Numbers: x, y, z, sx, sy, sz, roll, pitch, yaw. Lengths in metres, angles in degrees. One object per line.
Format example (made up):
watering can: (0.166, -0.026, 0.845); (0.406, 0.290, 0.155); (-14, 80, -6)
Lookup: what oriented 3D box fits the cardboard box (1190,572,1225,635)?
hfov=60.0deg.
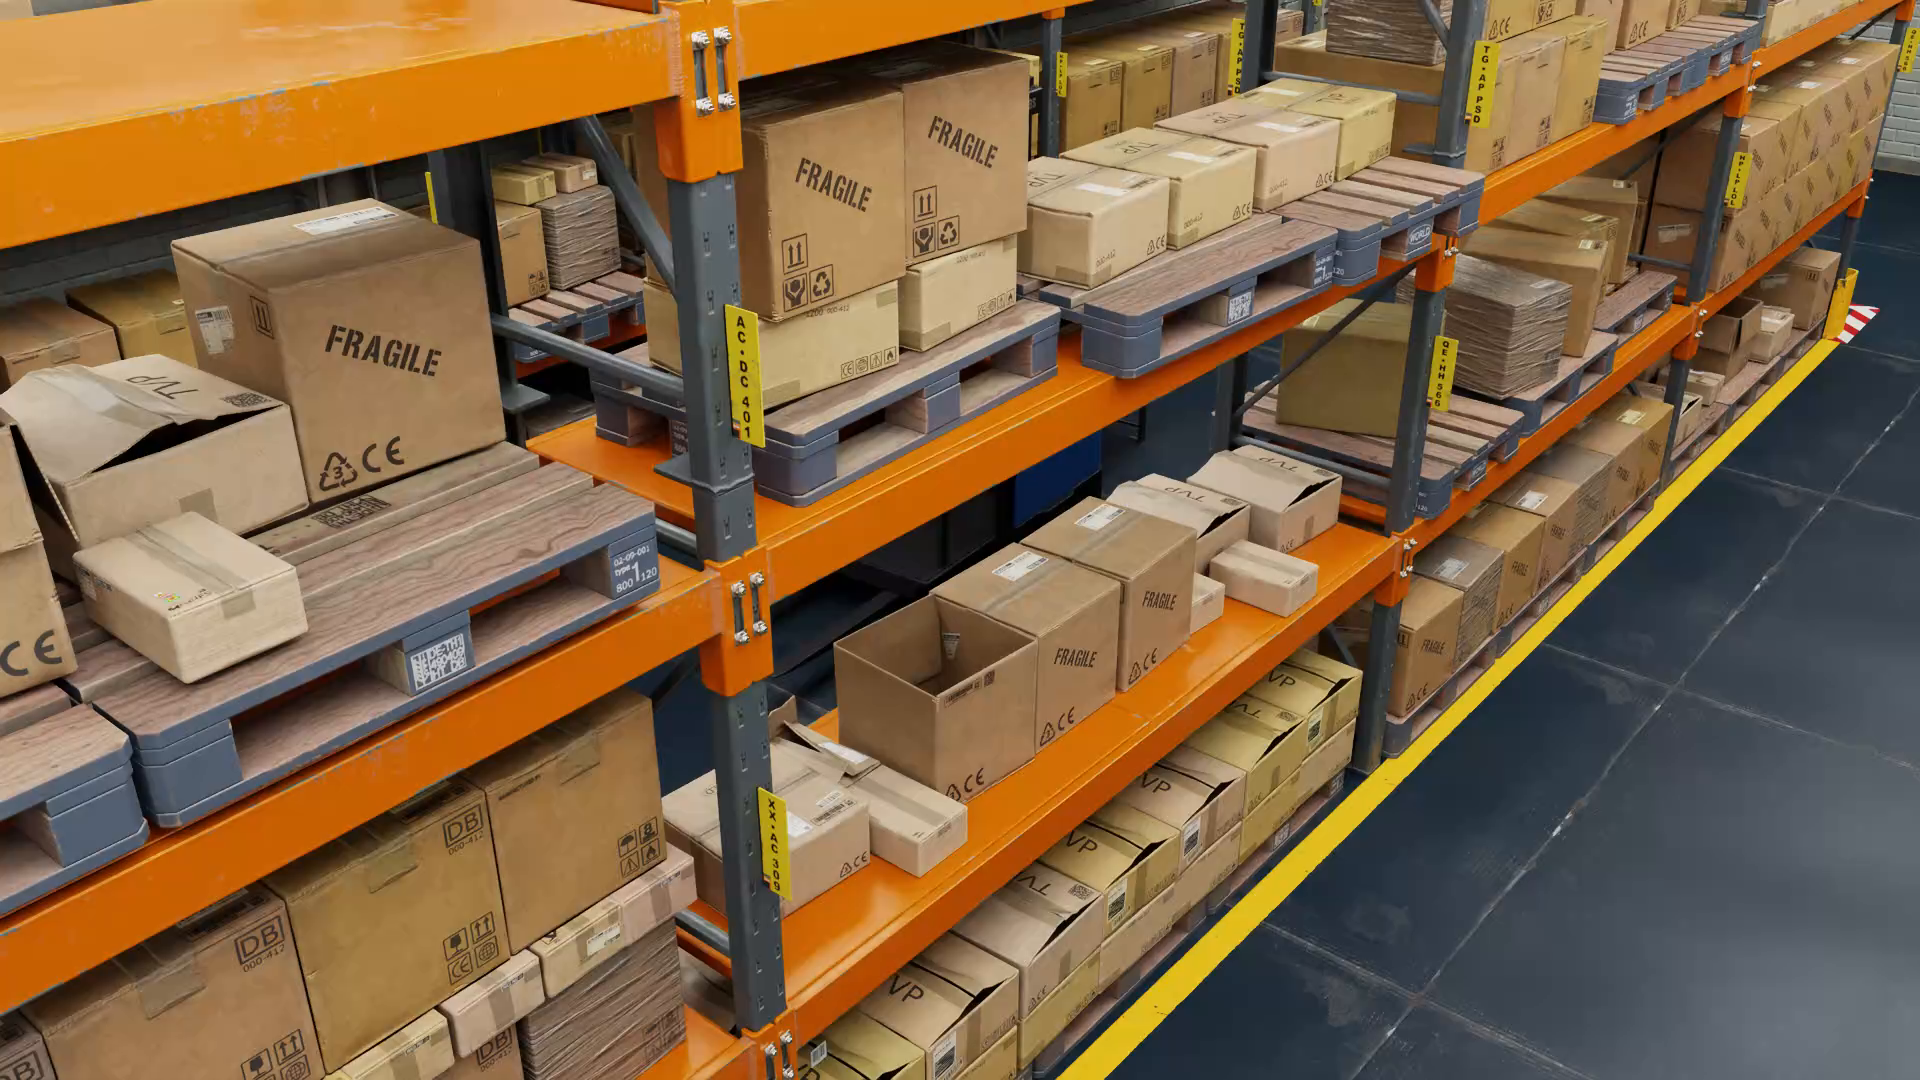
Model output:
cardboard box: (0.858, 0.226, 6.822); (0.380, 0.149, 0.250); (24, 36, 38)

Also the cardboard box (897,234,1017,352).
cardboard box: (-0.172, -0.799, 4.972); (0.500, 0.250, 0.500); (17, 32, 30)

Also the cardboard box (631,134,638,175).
cardboard box: (-1.693, -2.415, 10.383); (0.500, 0.250, 0.500); (22, 34, 36)

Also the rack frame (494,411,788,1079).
rack frame: (-0.919, 1.064, 4.929); (1.000, 3.000, 0.127); (21, 34, 34)

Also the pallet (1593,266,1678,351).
pallet: (3.577, -1.436, 9.970); (1.003, 0.211, 1.213); (21, 34, 34)

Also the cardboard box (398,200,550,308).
cardboard box: (-2.825, -1.665, 9.616); (0.700, 0.500, 0.500); (17, 32, 30)

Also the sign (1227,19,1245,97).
sign: (1.208, -2.075, 7.170); (0.100, 0.325, 0.005); (21, 34, 34)

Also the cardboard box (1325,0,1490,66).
cardboard box: (1.908, -2.328, 7.024); (0.500, 0.500, 0.500); (21, 34, 34)

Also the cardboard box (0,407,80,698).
cardboard box: (-2.064, -0.016, 3.030); (0.637, 0.503, 0.797); (-24, 36, -38)

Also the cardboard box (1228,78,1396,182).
cardboard box: (1.380, -1.629, 6.576); (0.500, 0.250, 0.500); (18, 32, 31)

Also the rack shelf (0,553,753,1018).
rack shelf: (-2.191, 0.760, 3.034); (1.077, 0.370, 4.000); (21, 34, 34)

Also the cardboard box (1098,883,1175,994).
cardboard box: (0.507, 1.483, 6.655); (0.500, 0.250, 0.500); (22, 34, 35)

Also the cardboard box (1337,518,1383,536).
cardboard box: (2.072, -0.194, 8.786); (0.500, 0.250, 0.500); (22, 35, 36)

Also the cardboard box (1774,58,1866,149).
cardboard box: (5.996, -3.076, 11.735); (0.500, 0.500, 0.500); (22, 34, 36)

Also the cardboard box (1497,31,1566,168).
cardboard box: (2.201, -2.076, 7.625); (0.910, 0.500, 0.500); (21, 34, 34)

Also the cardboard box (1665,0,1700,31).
cardboard box: (3.793, -3.223, 9.276); (0.600, 0.600, 0.600); (17, 32, 30)

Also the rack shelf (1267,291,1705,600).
rack shelf: (2.898, -0.744, 9.206); (1.077, 0.370, 4.000); (21, 34, 34)

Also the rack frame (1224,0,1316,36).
rack frame: (2.889, -4.637, 15.949); (1.000, 3.000, 0.127); (21, 34, 34)

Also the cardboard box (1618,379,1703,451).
cardboard box: (4.604, -0.859, 11.094); (0.500, 0.311, 0.500); (21, 34, 34)

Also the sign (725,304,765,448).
sign: (-0.489, -0.371, 3.790); (0.100, 0.325, 0.005); (21, 34, 34)

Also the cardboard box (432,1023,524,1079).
cardboard box: (-1.527, 1.368, 4.233); (0.700, 0.500, 0.500); (20, 34, 34)

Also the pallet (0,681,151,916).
pallet: (-2.217, 0.512, 2.828); (1.003, 0.211, 1.213); (21, 34, 34)

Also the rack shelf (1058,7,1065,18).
rack shelf: (1.617, -4.941, 14.054); (1.077, 0.370, 4.000); (21, 34, 34)

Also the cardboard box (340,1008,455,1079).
cardboard box: (-1.416, 1.165, 3.919); (0.380, 0.149, 0.250); (21, 34, 34)

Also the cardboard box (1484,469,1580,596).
cardboard box: (3.115, -0.067, 9.357); (0.500, 0.500, 0.500); (19, 33, 33)

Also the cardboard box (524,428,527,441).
cardboard box: (-3.034, -0.467, 10.129); (0.700, 0.500, 0.500); (21, 34, 34)

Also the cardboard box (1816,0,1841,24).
cardboard box: (5.310, -3.491, 10.632); (0.500, 0.250, 0.500); (21, 34, 34)

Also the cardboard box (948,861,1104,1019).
cardboard box: (0.187, 1.416, 6.173); (0.500, 0.311, 0.500); (19, 33, 33)

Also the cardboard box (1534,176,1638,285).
cardboard box: (3.696, -1.901, 10.094); (0.700, 0.500, 0.500); (9, 29, 18)

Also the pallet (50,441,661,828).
pallet: (-1.441, 0.081, 3.661); (1.003, 0.211, 1.213); (21, 34, 34)

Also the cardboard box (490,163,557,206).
cardboard box: (-2.589, -2.079, 9.711); (0.380, 0.149, 0.250); (15, 31, 26)

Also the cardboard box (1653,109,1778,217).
cardboard box: (4.687, -2.346, 10.323); (0.500, 0.500, 0.500); (22, 34, 36)

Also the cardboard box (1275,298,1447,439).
cardboard box: (1.939, -0.841, 8.046); (0.700, 0.500, 0.500); (10, 29, 18)

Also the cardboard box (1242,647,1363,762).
cardboard box: (1.482, 0.689, 7.578); (0.500, 0.311, 0.500); (22, 34, 36)

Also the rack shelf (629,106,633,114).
rack shelf: (-3.471, -2.104, 8.571); (1.077, 0.370, 4.000); (21, 34, 34)

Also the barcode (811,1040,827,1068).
barcode: (-0.435, 1.584, 5.121); (0.001, 0.075, 0.075); (21, 34, 34)

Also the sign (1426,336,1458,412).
sign: (2.056, -0.707, 7.093); (0.100, 0.325, 0.005); (21, 34, 34)

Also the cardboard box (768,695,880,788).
cardboard box: (-0.501, 0.758, 5.666); (0.396, 0.266, 0.258); (20, 33, 33)

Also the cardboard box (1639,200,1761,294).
cardboard box: (4.704, -1.918, 10.584); (0.500, 0.500, 0.500); (22, 34, 36)

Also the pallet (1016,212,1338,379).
pallet: (0.554, -0.938, 5.740); (1.003, 0.211, 1.213); (23, 35, 37)

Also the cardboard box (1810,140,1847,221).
cardboard box: (5.990, -2.636, 11.973); (0.500, 0.500, 0.500); (21, 34, 35)

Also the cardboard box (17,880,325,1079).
cardboard box: (-1.836, 0.959, 3.610); (0.700, 0.500, 0.500); (21, 34, 34)

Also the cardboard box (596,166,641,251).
cardboard box: (-2.102, -2.231, 10.843); (0.500, 0.500, 0.500); (21, 34, 35)

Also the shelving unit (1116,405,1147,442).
shelving unit: (0.786, -1.228, 10.991); (0.538, 1.500, 1.048); (18, 32, 30)

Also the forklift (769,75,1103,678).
forklift: (-0.354, -1.067, 9.122); (1.130, 2.935, 3.031); (18, 32, 30)

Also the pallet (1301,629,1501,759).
pallet: (2.130, 0.631, 8.801); (1.003, 0.211, 1.213); (21, 34, 34)

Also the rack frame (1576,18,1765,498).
rack frame: (4.170, -1.772, 10.411); (1.000, 3.000, 0.127); (21, 34, 34)

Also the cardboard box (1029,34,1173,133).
cardboard box: (1.171, -3.797, 13.998); (0.980, 0.700, 0.700); (20, 33, 33)

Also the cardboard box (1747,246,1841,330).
cardboard box: (6.558, -2.011, 13.114); (0.500, 0.500, 0.500); (21, 34, 34)
